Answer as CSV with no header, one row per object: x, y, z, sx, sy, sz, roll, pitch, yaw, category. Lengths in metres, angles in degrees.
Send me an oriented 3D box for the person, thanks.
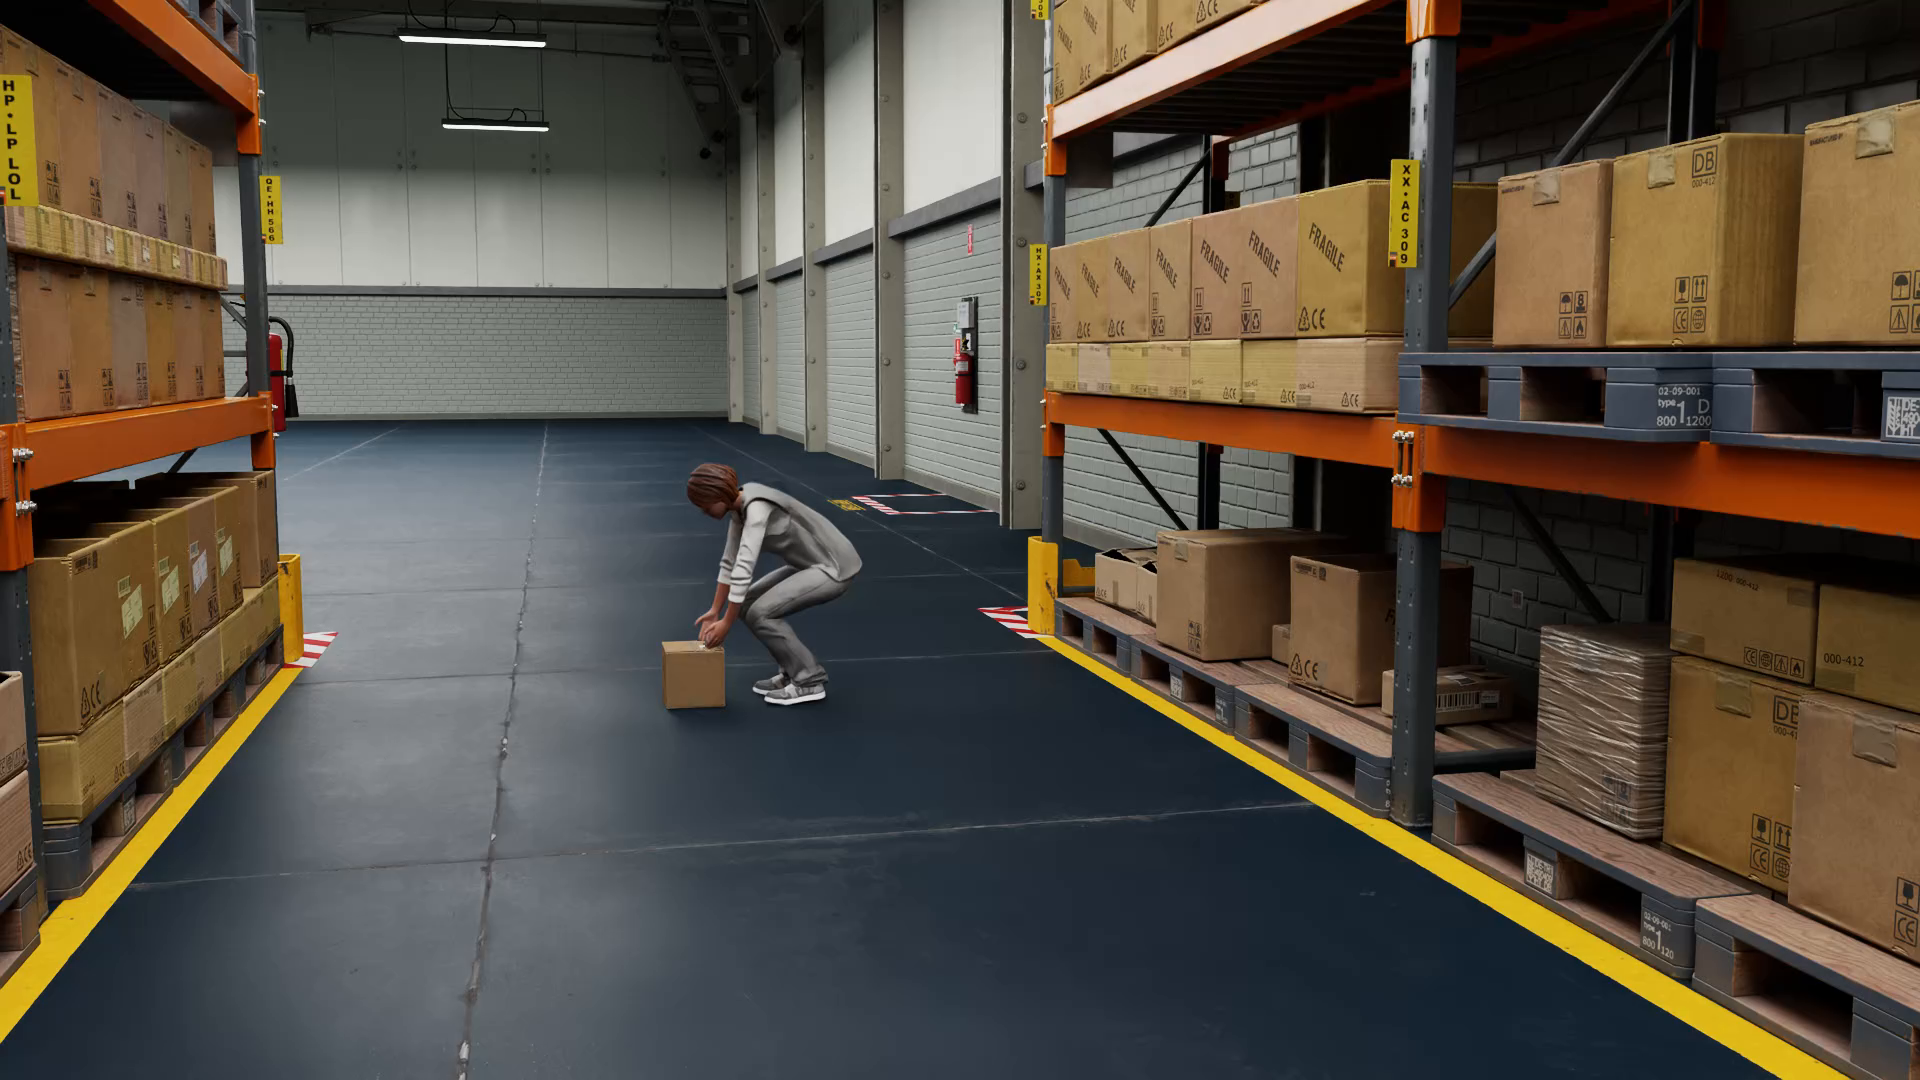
-0.799,0.190,7.226,0.761,1.035,0.456,-2,7,-14,person
